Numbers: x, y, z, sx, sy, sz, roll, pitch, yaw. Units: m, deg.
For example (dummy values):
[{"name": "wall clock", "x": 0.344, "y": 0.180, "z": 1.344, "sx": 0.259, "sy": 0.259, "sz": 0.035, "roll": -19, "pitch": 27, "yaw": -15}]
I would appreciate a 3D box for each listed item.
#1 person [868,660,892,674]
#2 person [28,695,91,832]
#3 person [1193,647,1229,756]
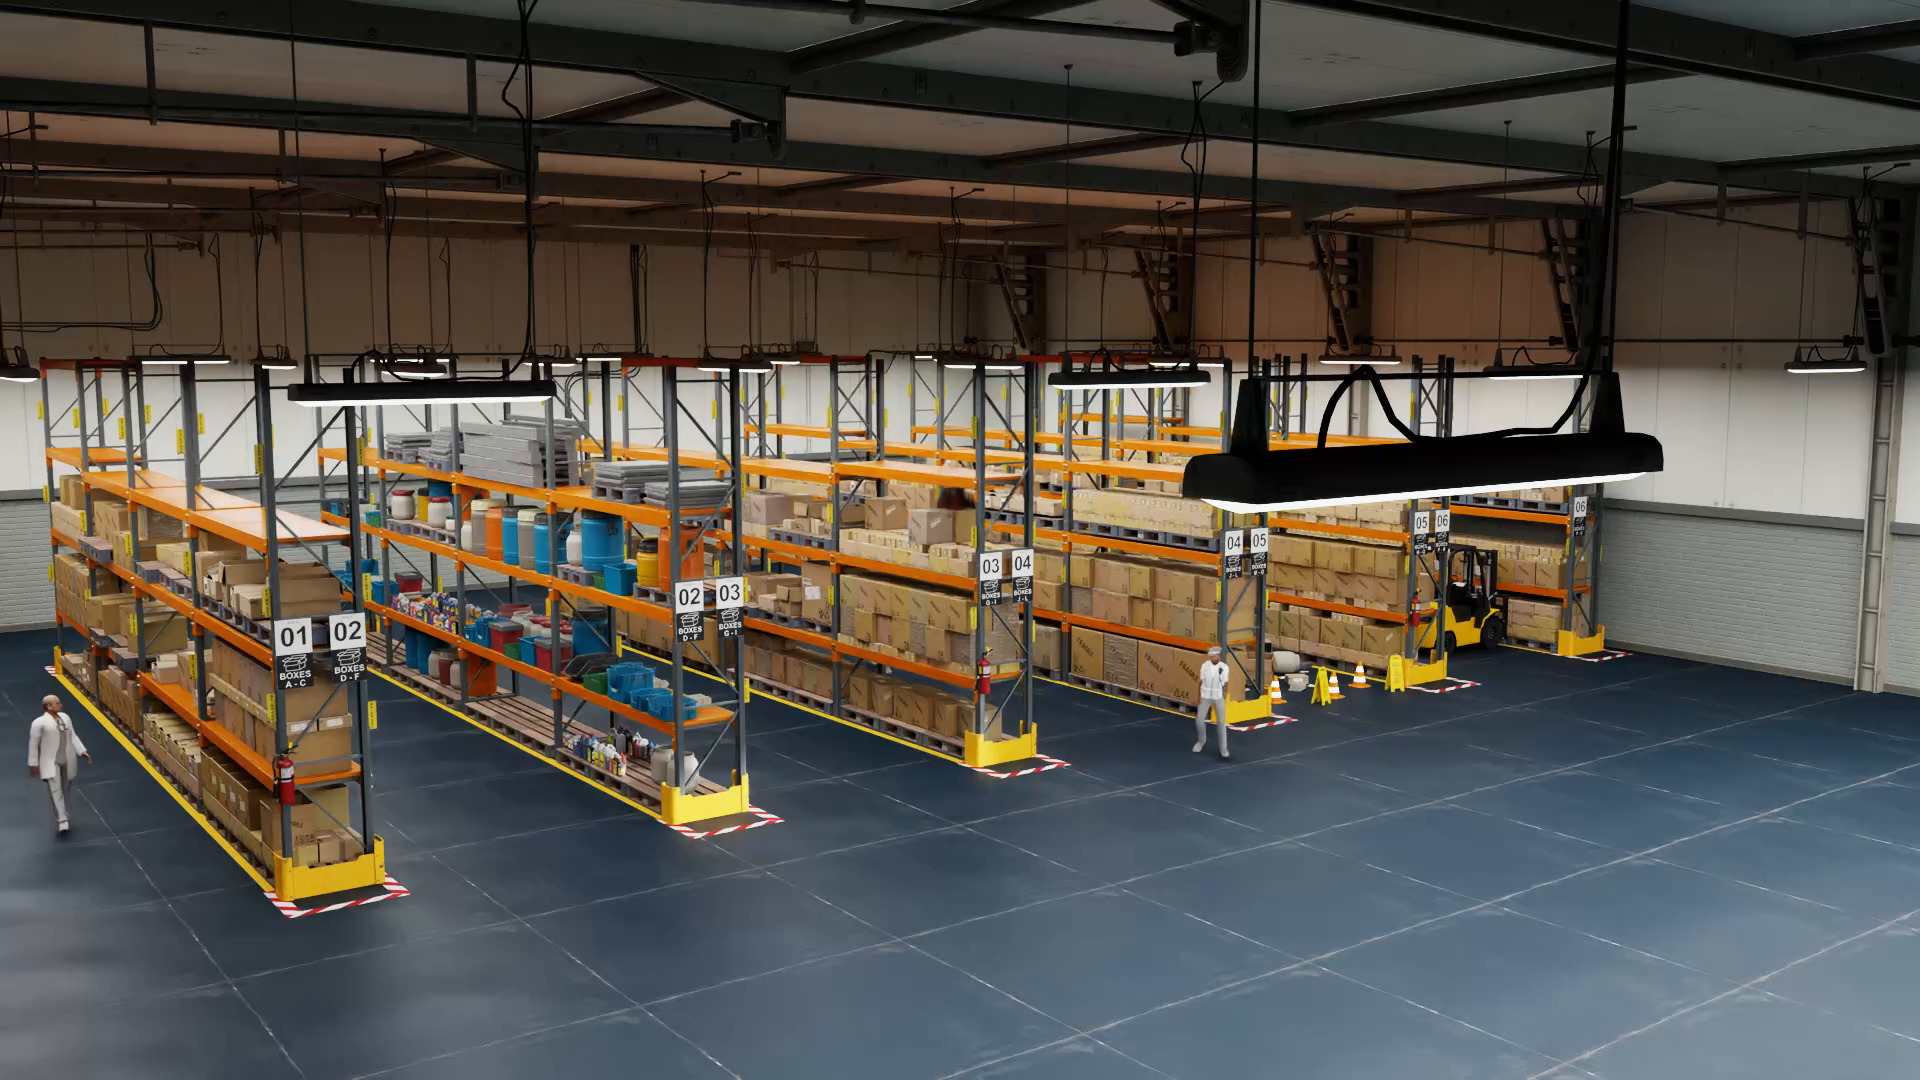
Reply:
[{"name": "person", "x": -1.492, "y": 1.689, "z": 32.051, "sx": 0.511, "sy": 1.652, "sz": 0.973, "roll": -5, "pitch": 8, "yaw": -34}, {"name": "person", "x": -11.728, "y": 2.913, "z": 21.648, "sx": 0.733, "sy": 1.637, "sz": 1.128, "roll": -7, "pitch": 10, "yaw": -44}, {"name": "person", "x": 3.853, "y": 2.447, "z": 25.427, "sx": 0.566, "sy": 1.689, "sz": 0.408, "roll": 2, "pitch": 7, "yaw": 13}]
